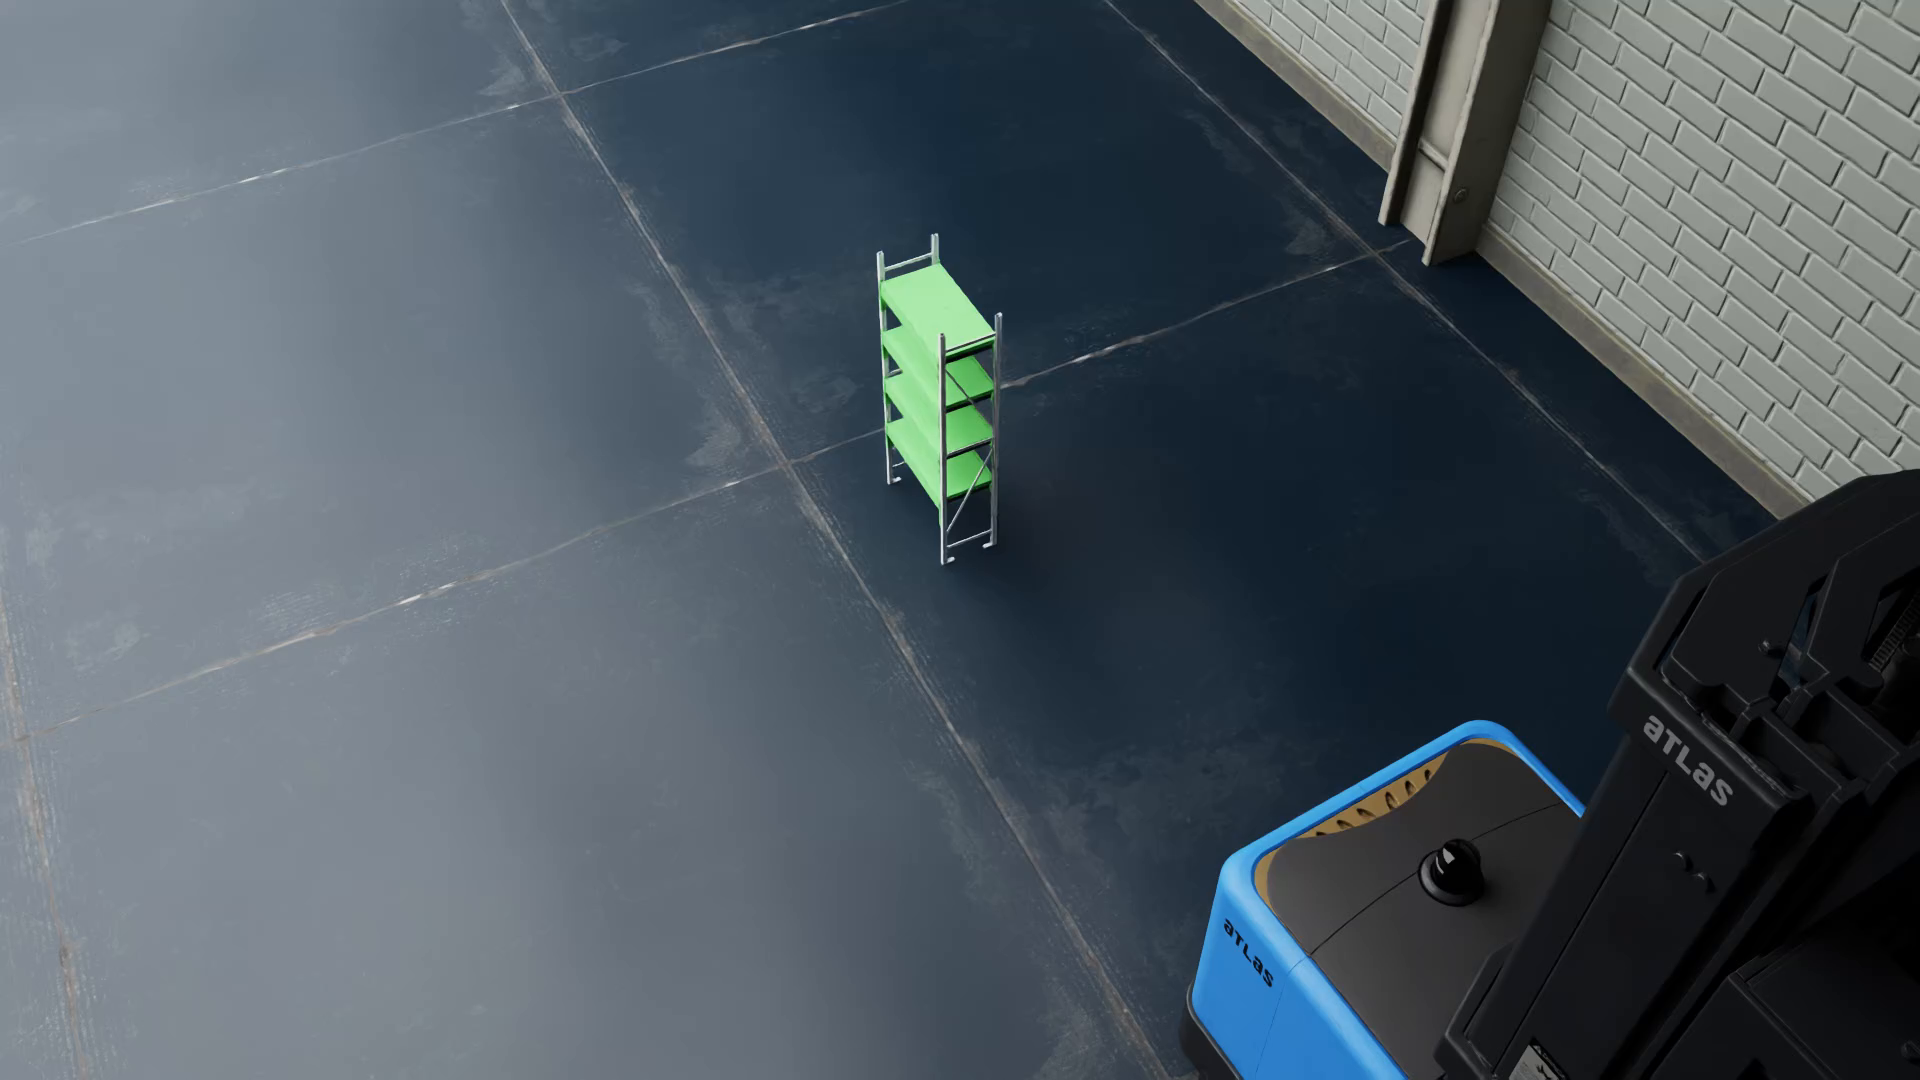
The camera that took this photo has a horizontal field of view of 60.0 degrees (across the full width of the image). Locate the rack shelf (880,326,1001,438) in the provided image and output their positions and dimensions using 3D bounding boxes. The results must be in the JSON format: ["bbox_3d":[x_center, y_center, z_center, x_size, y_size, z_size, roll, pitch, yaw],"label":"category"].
[{"bbox_3d":[-0.076,-0.622,6.155,0.258,0.148,0.480,-21,52,-18],"label":"rack shelf"}]

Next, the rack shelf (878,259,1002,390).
[{"bbox_3d":[-0.076,-0.780,5.975,0.258,0.148,0.480,-21,52,-18],"label":"rack shelf"}]

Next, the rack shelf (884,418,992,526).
[{"bbox_3d":[-0.076,-0.306,6.517,0.258,0.148,0.480,-21,52,-18],"label":"rack shelf"}]

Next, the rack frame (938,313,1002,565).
[{"bbox_3d":[0.036,-0.342,6.145,0.240,1.200,0.015,-21,52,-18],"label":"rack frame"}]

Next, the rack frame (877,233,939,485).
[{"bbox_3d":[-0.187,-0.669,6.431,0.240,1.200,0.015,-21,52,-18],"label":"rack frame"}]

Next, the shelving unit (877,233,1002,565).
[{"bbox_3d":[-0.076,-0.506,6.288,0.258,1.200,0.503,-21,52,-18],"label":"shelving unit"}]

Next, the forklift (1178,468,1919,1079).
[{"bbox_3d":[1.874,1.376,3.492,1.130,2.935,3.031,-24,53,-20],"label":"forklift"}]

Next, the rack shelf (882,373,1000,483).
[{"bbox_3d":[-0.076,-0.464,6.336,0.258,0.148,0.480,-21,52,-18],"label":"rack shelf"}]

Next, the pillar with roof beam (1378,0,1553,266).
[{"bbox_3d":[-1.598,-2.940,3.235,9.100,9.000,0.400,-21,52,-18],"label":"pillar with roof beam"}]
